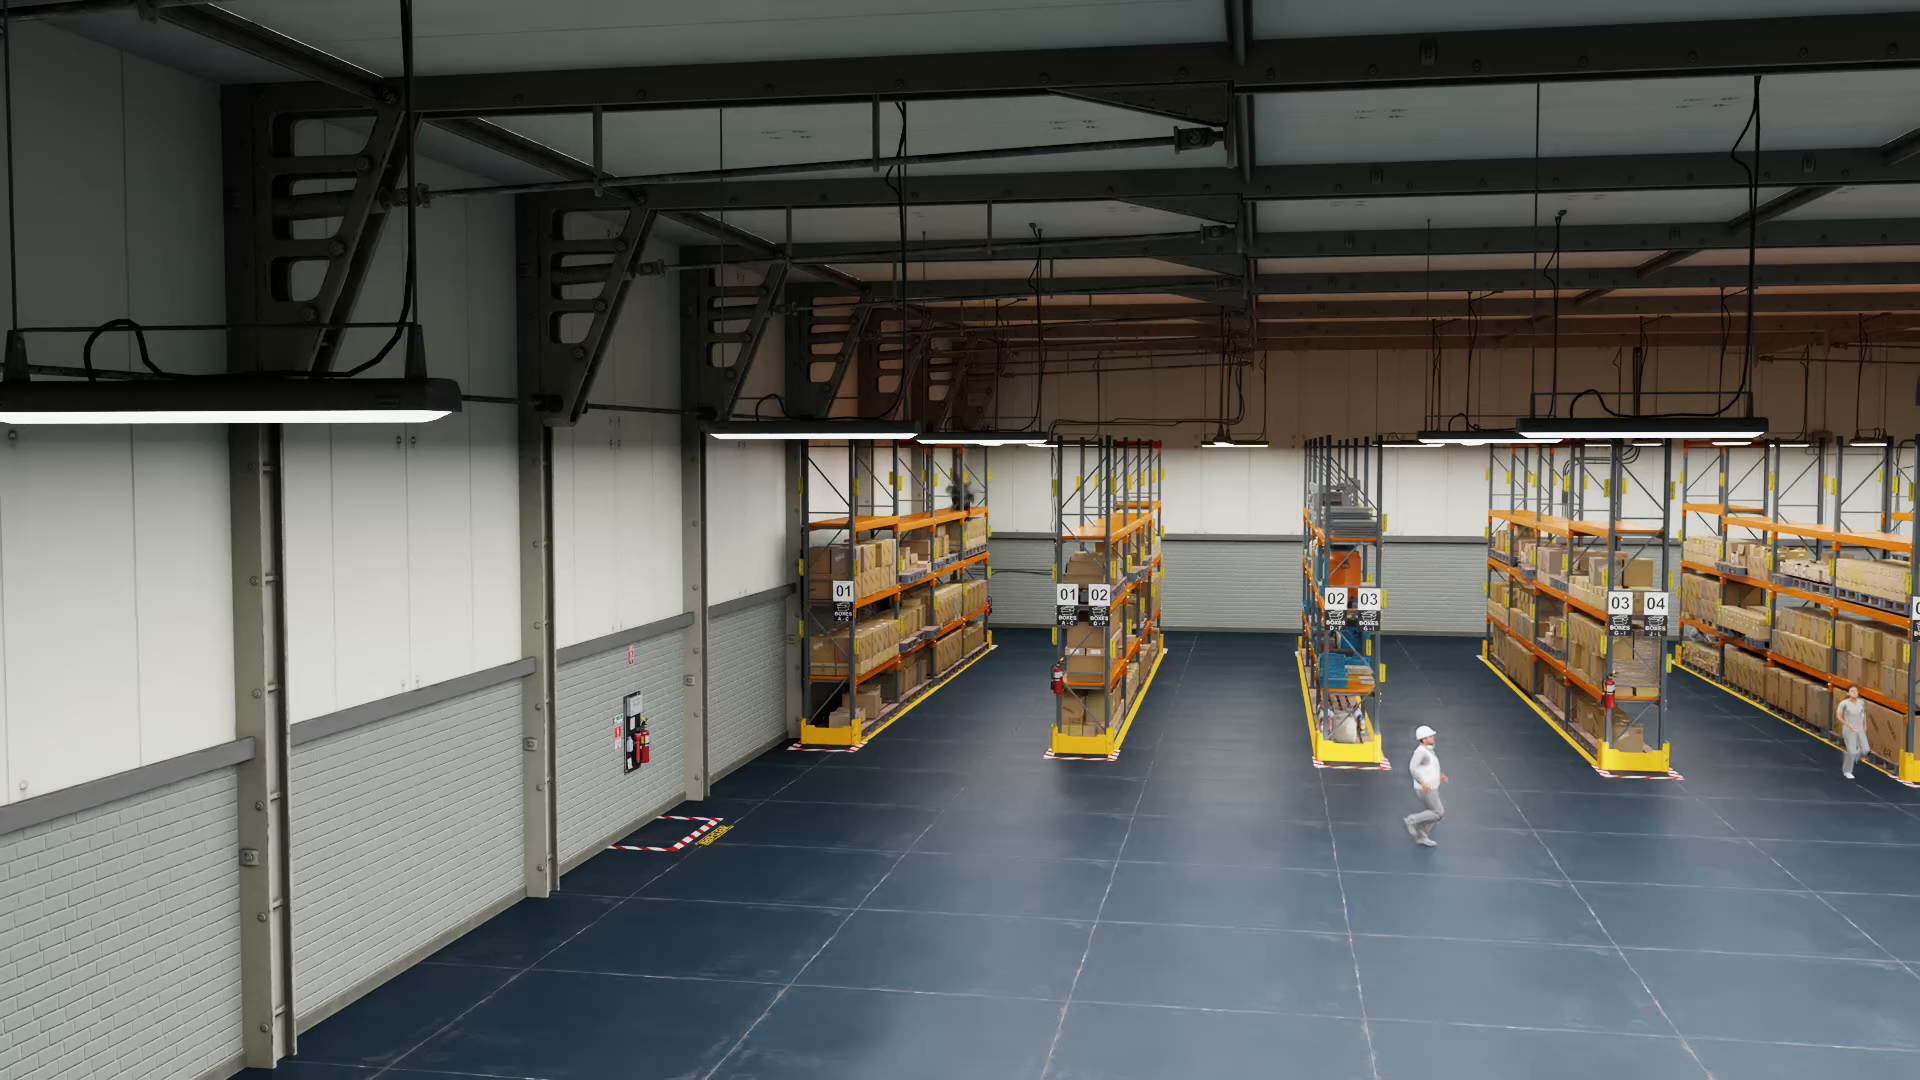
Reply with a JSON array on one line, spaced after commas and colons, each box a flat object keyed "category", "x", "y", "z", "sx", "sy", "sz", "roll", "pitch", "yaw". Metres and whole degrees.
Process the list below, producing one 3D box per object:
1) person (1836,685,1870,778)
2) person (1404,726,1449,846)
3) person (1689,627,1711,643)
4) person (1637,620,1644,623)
[{"category": "person", "x": 15.589, "y": 3.339, "z": 29.008, "sx": 0.558, "sy": 1.631, "sz": 0.521, "roll": 0, "pitch": 3, "yaw": -1}, {"category": "person", "x": 6.782, "y": 3.564, "z": 24.065, "sx": 0.531, "sy": 1.734, "sz": 0.665, "roll": 2, "pitch": 3, "yaw": 27}, {"category": "person", "x": 20.317, "y": 2.355, "z": 45.787, "sx": 0.716, "sy": 1.761, "sz": 0.889, "roll": -2, "pitch": 4, "yaw": -34}, {"category": "person", "x": 17.898, "y": 2.442, "z": 44.684, "sx": 0.936, "sy": 1.720, "sz": 0.724, "roll": 2, "pitch": 4, "yaw": 34}]
